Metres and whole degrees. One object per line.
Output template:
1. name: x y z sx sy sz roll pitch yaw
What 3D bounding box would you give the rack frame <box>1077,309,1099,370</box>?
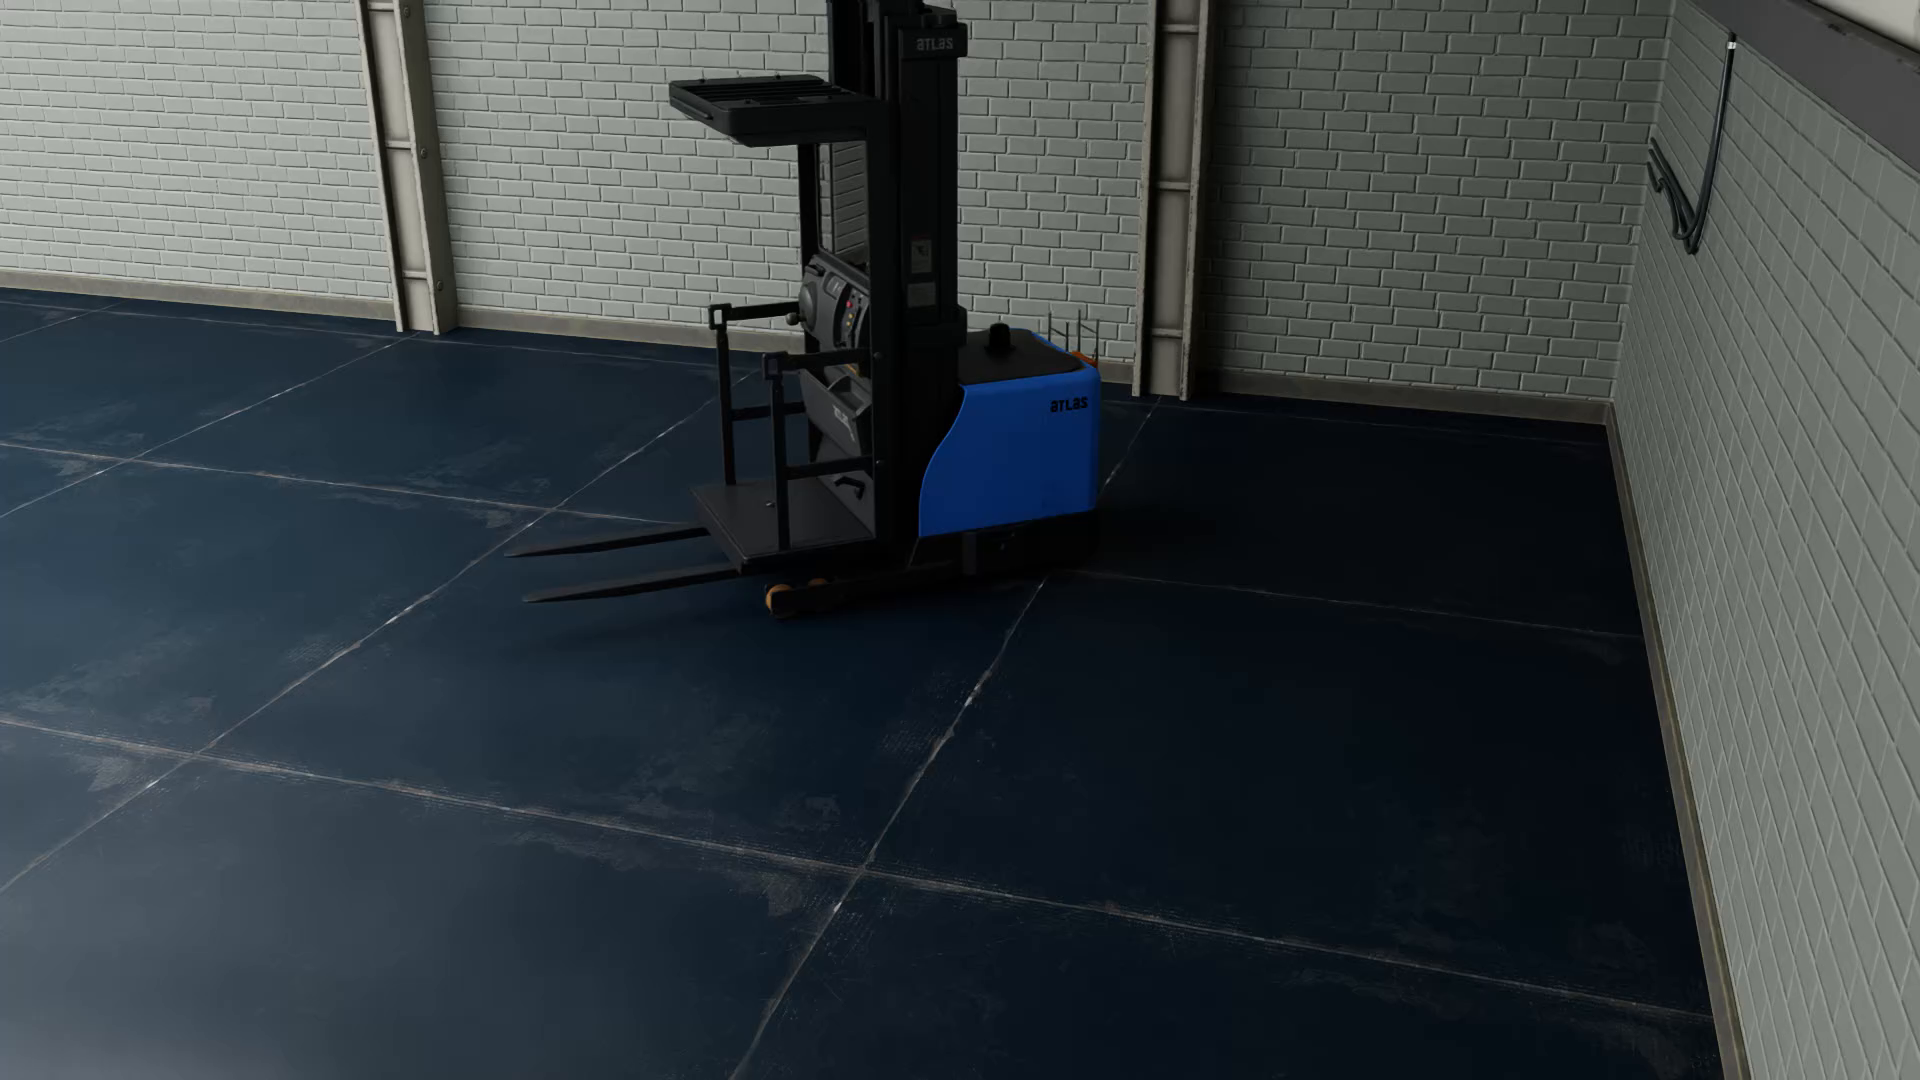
1. rack frame: 0.707 -0.686 9.361 0.006 1.200 0.240 -9 24 -21

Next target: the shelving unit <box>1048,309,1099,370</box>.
1. shelving unit: 0.623 -0.672 9.328 0.189 1.200 0.258 -9 24 -21

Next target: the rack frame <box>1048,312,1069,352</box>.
1. rack frame: 0.538 -0.659 9.295 0.006 1.200 0.240 -9 24 -21

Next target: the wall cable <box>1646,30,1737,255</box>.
1. wall cable: 3.889 -2.978 8.764 0.112 2.526 3.097 7 23 16

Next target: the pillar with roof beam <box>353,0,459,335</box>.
1. pillar with roof beam: -5.537 -4.312 7.924 0.400 9.000 9.100 7 23 16

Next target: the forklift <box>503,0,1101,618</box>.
1. forklift: -0.819 -1.193 8.317 3.031 2.935 1.130 -9 24 -21

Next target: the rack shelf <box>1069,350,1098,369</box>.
1. rack shelf: 0.623 -0.964 9.208 0.180 0.103 0.258 -9 24 -21

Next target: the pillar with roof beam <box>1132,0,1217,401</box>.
1. pillar with roof beam: 0.207 -3.654 6.320 0.400 9.000 9.100 7 23 16
